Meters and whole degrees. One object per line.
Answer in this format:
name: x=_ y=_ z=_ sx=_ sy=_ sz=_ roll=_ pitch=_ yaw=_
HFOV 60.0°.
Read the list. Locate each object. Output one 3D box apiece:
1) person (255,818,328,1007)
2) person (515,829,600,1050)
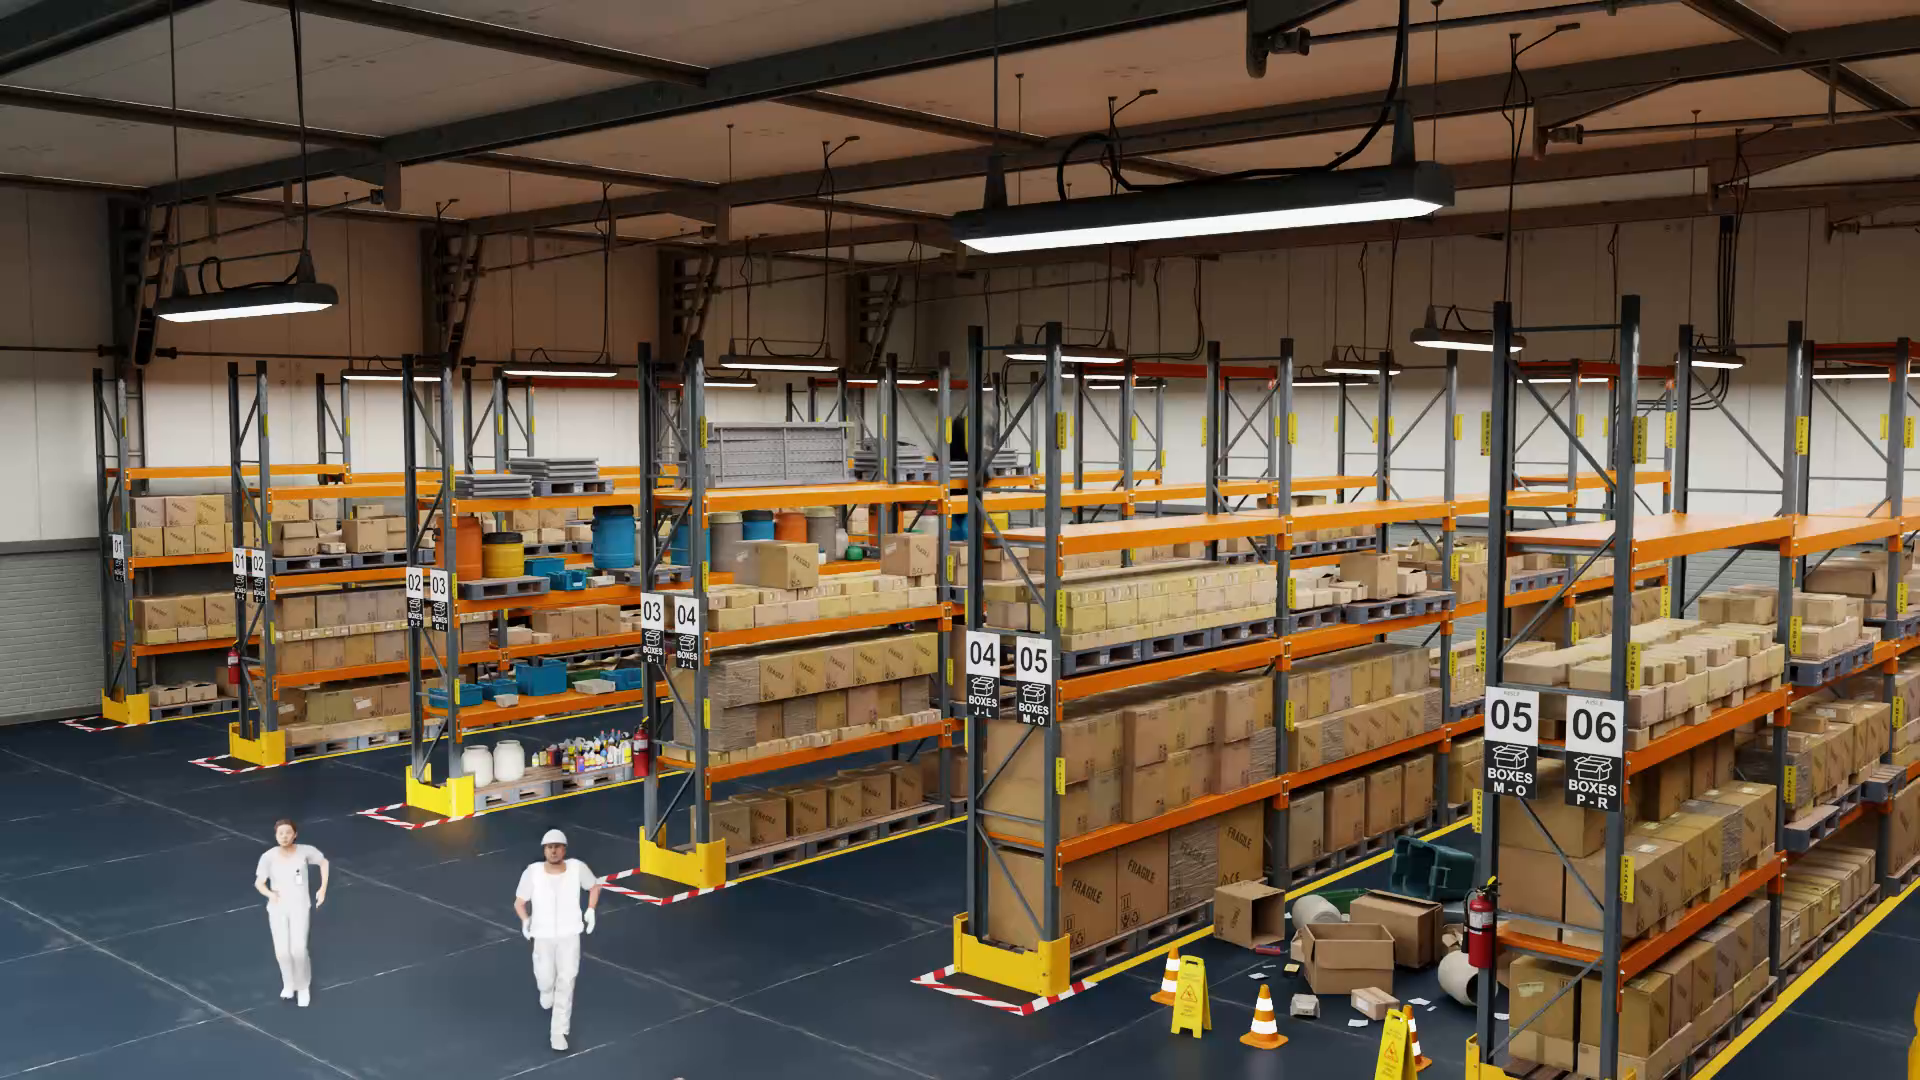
person: x=-5.859 y=3.272 z=14.586 sx=0.582 sy=1.688 sz=0.678 roll=-1 pitch=4 yaw=-15
person: x=-3.352 y=3.279 z=13.881 sx=0.696 sy=1.744 sz=0.837 roll=-1 pitch=4 yaw=-14
